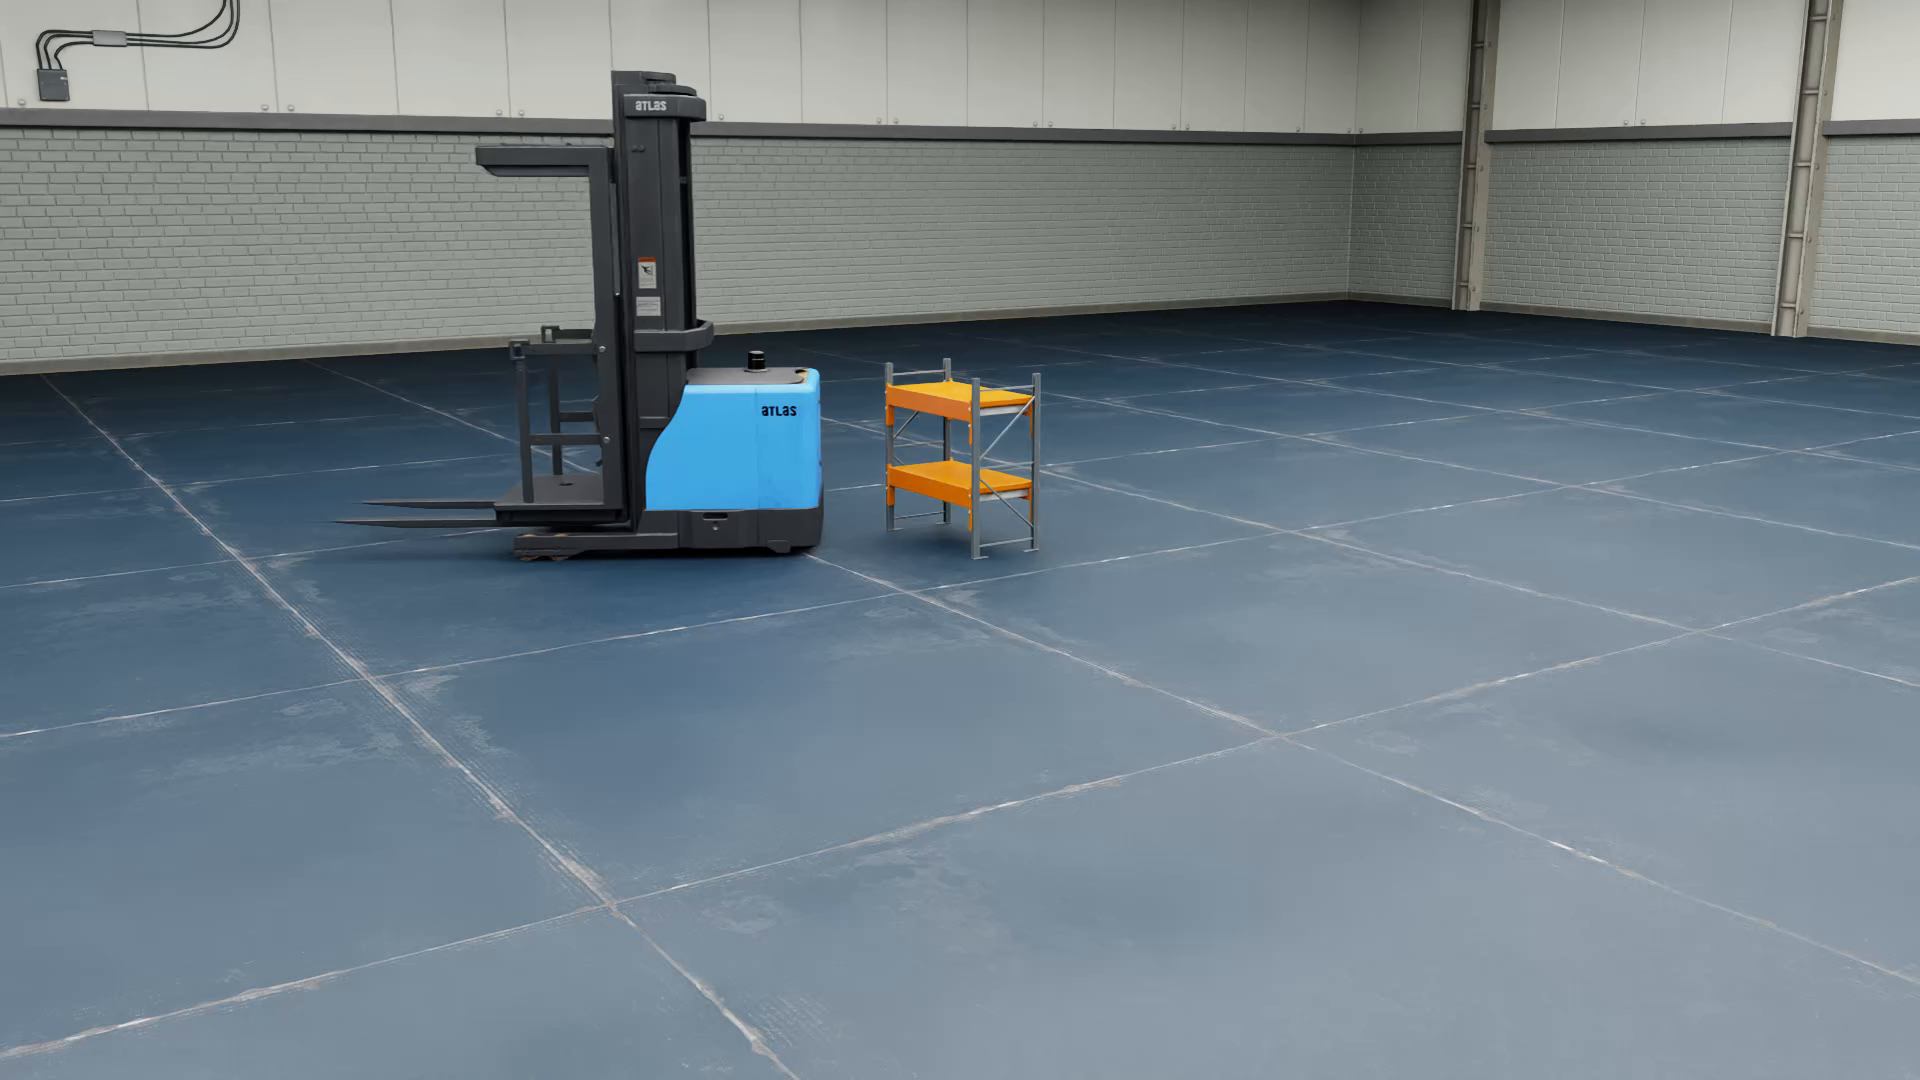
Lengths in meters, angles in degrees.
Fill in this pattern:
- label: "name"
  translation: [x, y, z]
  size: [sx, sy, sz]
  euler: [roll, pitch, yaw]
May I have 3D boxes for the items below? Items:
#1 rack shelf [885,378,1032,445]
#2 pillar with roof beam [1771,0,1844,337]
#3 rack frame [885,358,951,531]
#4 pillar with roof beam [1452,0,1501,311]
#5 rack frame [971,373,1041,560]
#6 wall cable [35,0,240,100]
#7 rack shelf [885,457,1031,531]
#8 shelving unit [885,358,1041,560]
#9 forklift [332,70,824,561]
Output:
- label: "rack shelf"
  translation: [0.004, -0.834, 10.674]
  size: [0.538, 0.278, 1.000]
  euler: [-8, 15, -33]
- label: "pillar with roof beam"
  translation: [8.755, -6.924, 21.462]
  size: [9.100, 9.000, 0.400]
  euler: [-8, 15, -33]
- label: "rack frame"
  translation: [-0.278, -0.639, 11.150]
  size: [0.500, 1.125, 0.032]
  euler: [-8, 15, -33]
- label: "pillar with roof beam"
  translation: [5.431, -7.991, 26.341]
  size: [9.100, 9.000, 0.400]
  euler: [-8, 15, -33]
- label: "rack frame"
  translation: [0.285, -0.458, 10.323]
  size: [0.500, 1.125, 0.032]
  euler: [-8, 15, -33]
- label: "wall cable"
  translation: [-9.828, -8.235, 19.496]
  size: [2.305, 6.003, 0.169]
  euler: [-8, 15, -33]
- label: "rack shelf"
  translation: [0.004, -0.309, 10.788]
  size: [0.538, 0.278, 1.000]
  euler: [-8, 15, -33]
- label: "shelving unit"
  translation: [0.004, -0.548, 10.736]
  size: [0.538, 1.125, 1.048]
  euler: [-8, 15, -33]
- label: "forklift"
  translation: [-2.413, -1.418, 10.485]
  size: [3.031, 2.935, 1.130]
  euler: [-1, 12, -3]
